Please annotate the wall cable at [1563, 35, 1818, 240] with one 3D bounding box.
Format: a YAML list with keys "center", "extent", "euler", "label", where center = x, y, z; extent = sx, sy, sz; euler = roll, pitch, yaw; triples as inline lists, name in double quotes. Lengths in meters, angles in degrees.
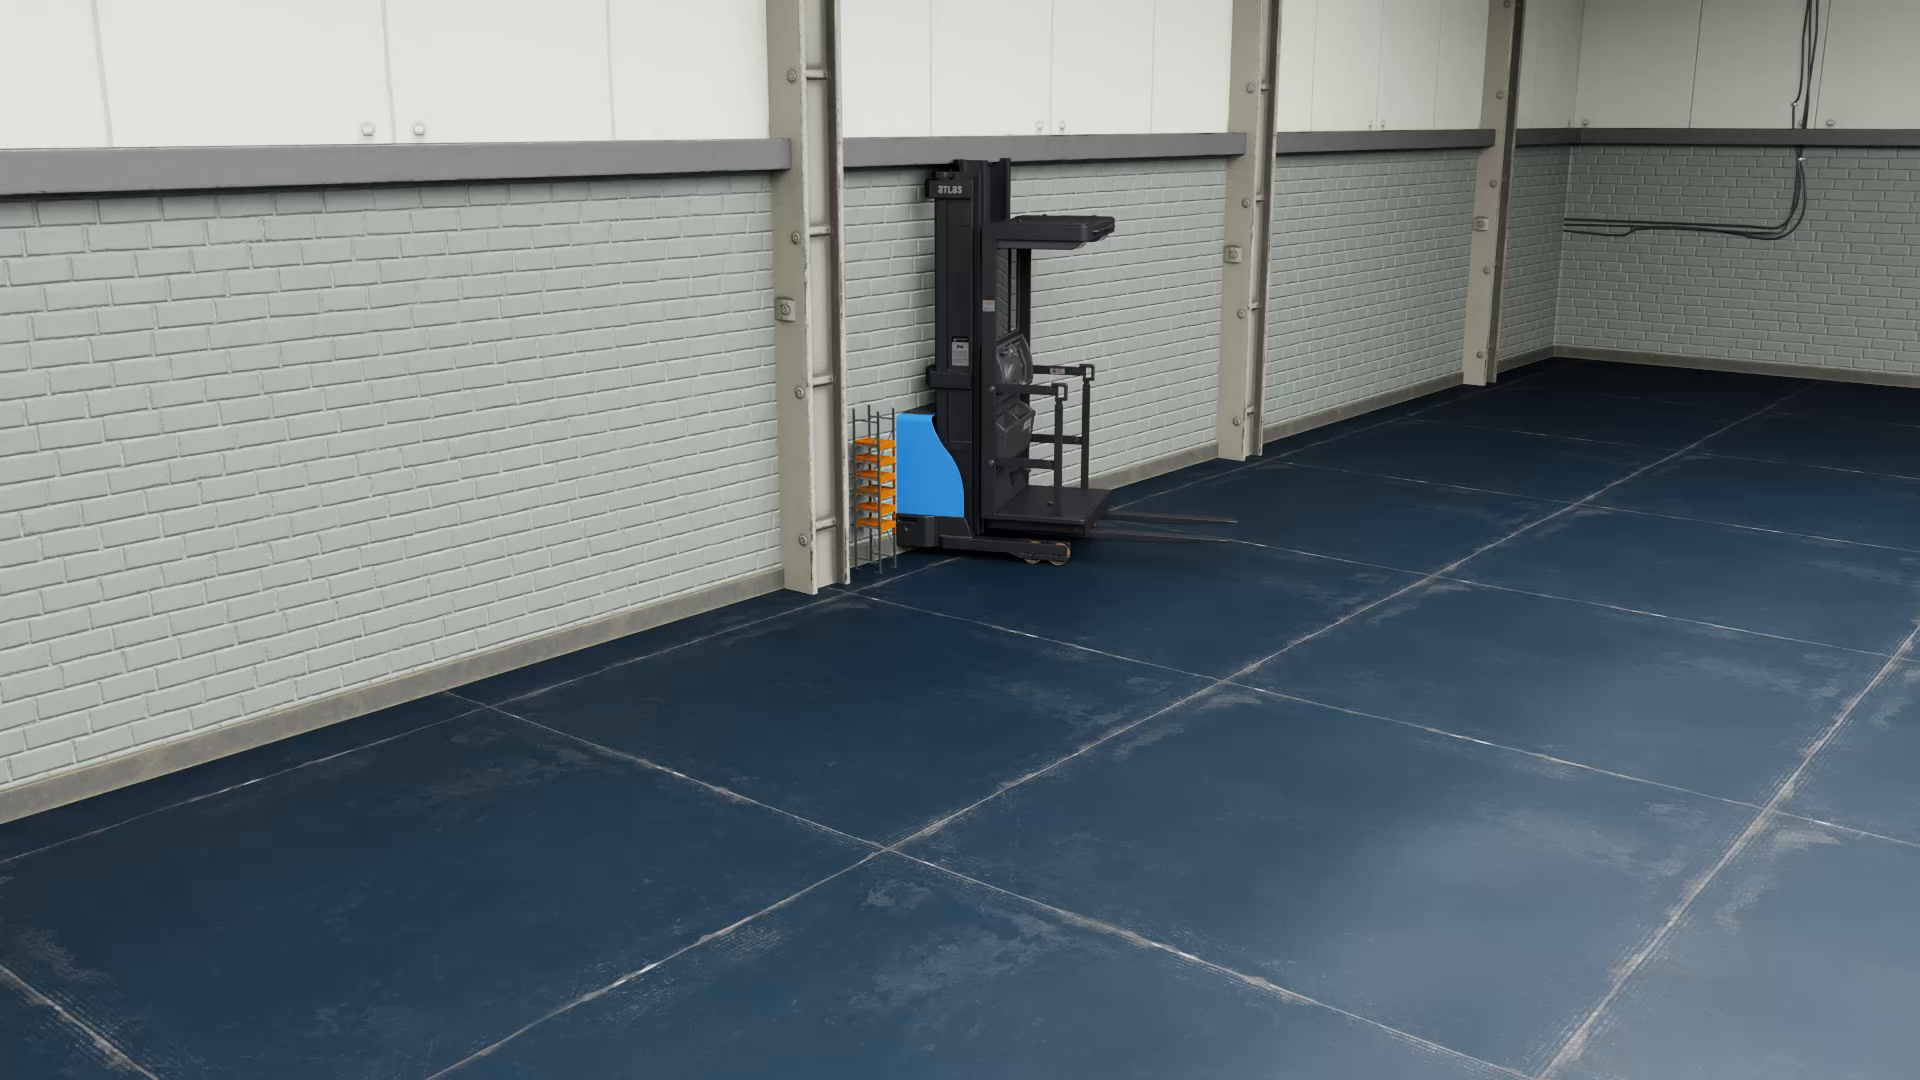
- center: [9.396, -5.193, 21.596]
  extent: [3.097, 2.526, 0.112]
  euler: [11, 18, 38]
  label: "wall cable"

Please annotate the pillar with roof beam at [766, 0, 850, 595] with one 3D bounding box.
- center: [2.322, -3.374, 8.129]
  extent: [9.100, 9.000, 0.400]
  euler: [11, 18, 38]
  label: "pillar with roof beam"

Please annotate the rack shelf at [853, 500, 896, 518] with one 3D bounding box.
- center: [-0.624, -0.211, 12.184]
  extent: [0.258, 0.103, 0.180]
  euler: [9, 17, 33]
  label: "rack shelf"

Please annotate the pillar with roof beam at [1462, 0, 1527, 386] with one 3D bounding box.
- center: [9.865, -5.673, 17.176]
  extent: [9.100, 9.000, 0.400]
  euler: [11, 18, 38]
  label: "pillar with roof beam"

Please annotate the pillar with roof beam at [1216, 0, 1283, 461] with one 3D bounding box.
- center: [6.093, -4.523, 12.653]
  extent: [9.100, 9.000, 0.400]
  euler: [11, 18, 38]
  label: "pillar with roof beam"

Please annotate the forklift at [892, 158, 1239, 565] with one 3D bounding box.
- center: [0.602, -1.378, 12.596]
  extent: [3.031, 2.935, 1.130]
  euler: [4, 15, 15]
  label: "forklift"

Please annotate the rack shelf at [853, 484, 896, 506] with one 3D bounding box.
- center: [-0.624, -0.327, 12.155]
  extent: [0.258, 0.103, 0.180]
  euler: [9, 17, 33]
  label: "rack shelf"

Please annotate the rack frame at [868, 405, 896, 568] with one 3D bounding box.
- center: [-0.573, -0.389, 12.217]
  extent: [0.240, 1.200, 0.006]
  euler: [9, 17, 33]
  label: "rack frame"

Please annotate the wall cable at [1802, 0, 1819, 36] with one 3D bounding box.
- center: [11.500, -7.222, 19.326]
  extent: [3.097, 2.526, 0.112]
  euler: [11, 18, 38]
  label: "wall cable"

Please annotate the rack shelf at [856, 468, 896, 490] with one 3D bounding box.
- center: [-0.624, -0.444, 12.125]
  extent: [0.258, 0.103, 0.180]
  euler: [9, 17, 33]
  label: "rack shelf"

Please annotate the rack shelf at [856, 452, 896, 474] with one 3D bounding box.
- center: [-0.624, -0.560, 12.096]
  extent: [0.258, 0.103, 0.180]
  euler: [9, 17, 33]
  label: "rack shelf"

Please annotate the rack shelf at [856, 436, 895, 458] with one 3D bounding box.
- center: [-0.624, -0.676, 12.066]
  extent: [0.258, 0.103, 0.180]
  euler: [9, 17, 33]
  label: "rack shelf"

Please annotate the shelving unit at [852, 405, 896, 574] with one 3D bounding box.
- center: [-0.624, -0.370, 12.144]
  extent: [0.258, 1.200, 0.189]
  euler: [9, 17, 33]
  label: "shelving unit"

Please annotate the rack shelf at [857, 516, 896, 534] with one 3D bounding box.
- center: [-0.624, -0.095, 12.214]
  extent: [0.258, 0.103, 0.180]
  euler: [9, 17, 33]
  label: "rack shelf"

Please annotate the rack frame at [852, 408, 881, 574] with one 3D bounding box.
- center: [-0.676, -0.352, 12.071]
  extent: [0.240, 1.200, 0.006]
  euler: [9, 17, 33]
  label: "rack frame"
